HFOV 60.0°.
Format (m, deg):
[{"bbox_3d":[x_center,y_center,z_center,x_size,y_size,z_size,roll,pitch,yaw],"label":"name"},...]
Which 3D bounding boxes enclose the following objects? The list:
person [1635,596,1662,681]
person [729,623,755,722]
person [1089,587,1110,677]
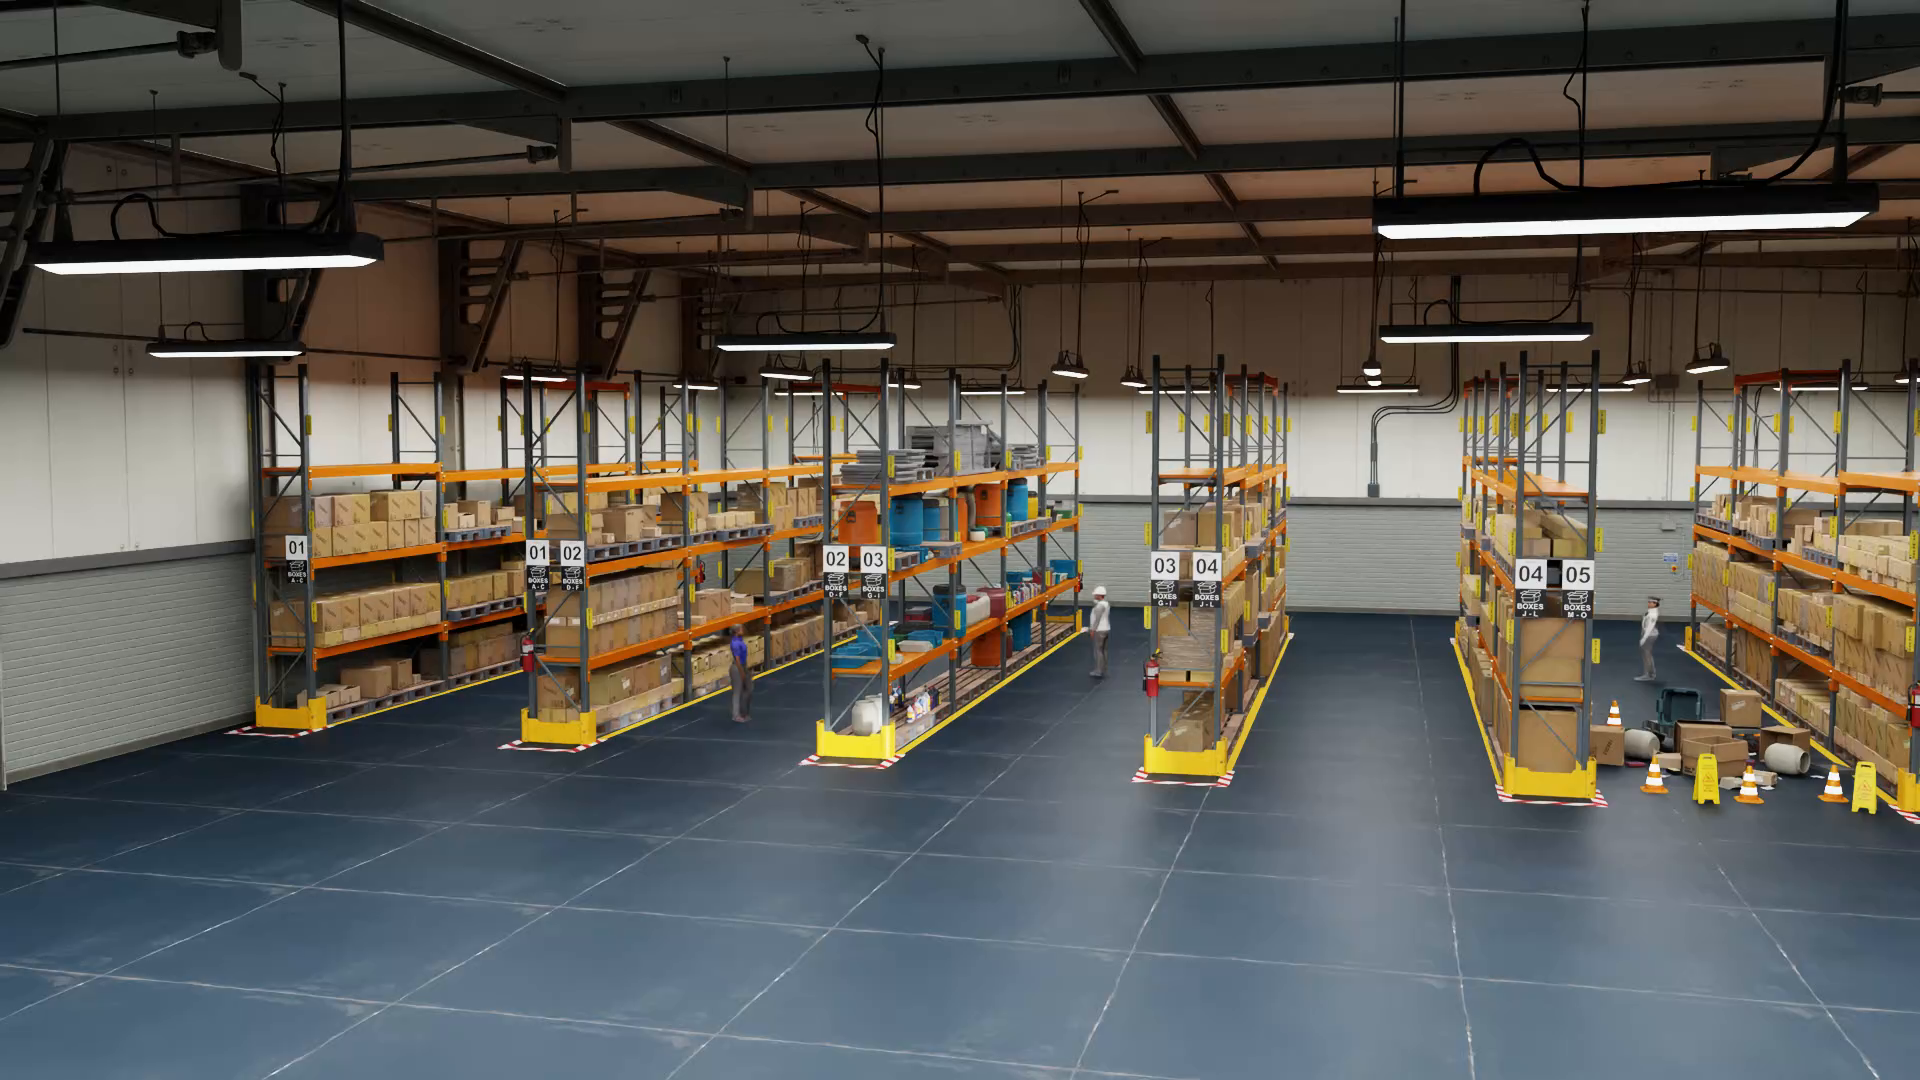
[{"bbox_3d":[13.438,1.933,32.477,0.433,1.710,0.521,3,5,40],"label":"person"},{"bbox_3d":[-3.719,2.262,28.137,0.370,1.716,0.459,1,4,17],"label":"person"},{"bbox_3d":[2.765,1.818,33.019,0.402,1.782,0.544,2,4,22],"label":"person"}]
